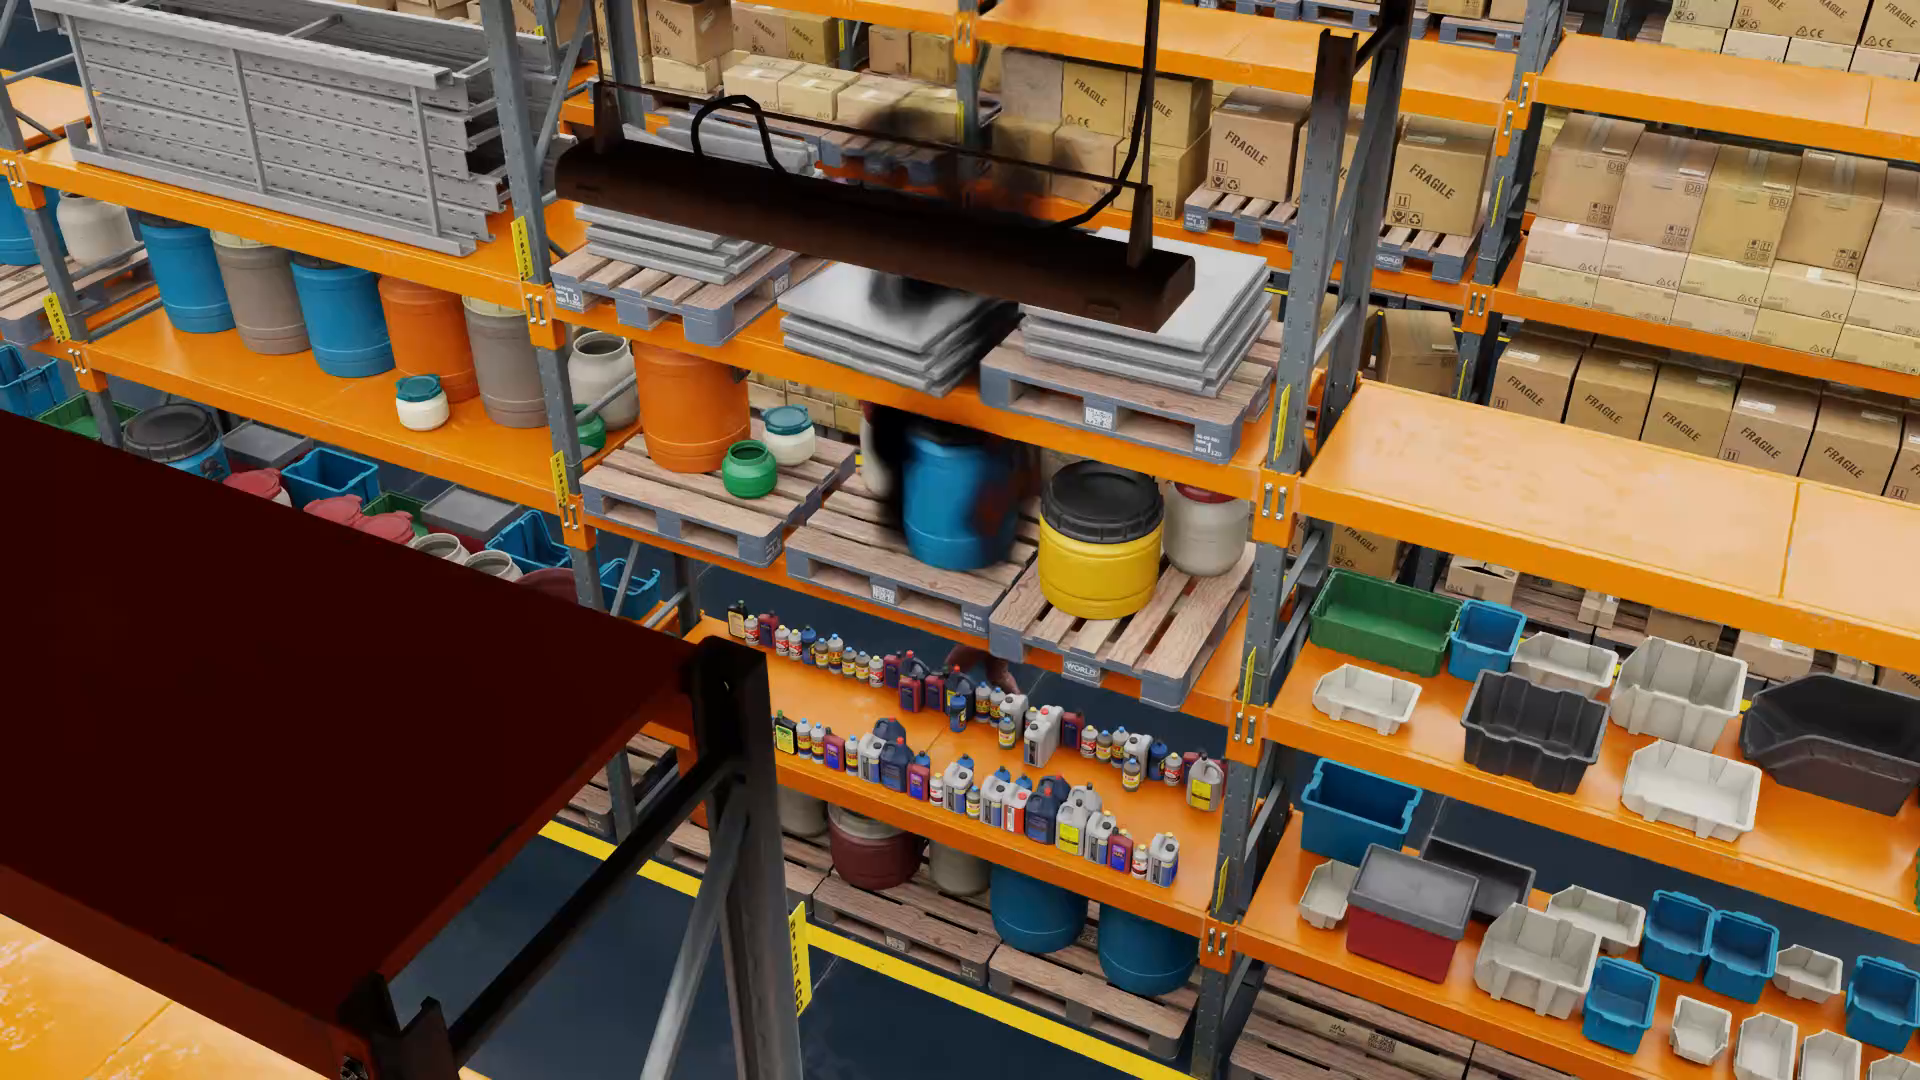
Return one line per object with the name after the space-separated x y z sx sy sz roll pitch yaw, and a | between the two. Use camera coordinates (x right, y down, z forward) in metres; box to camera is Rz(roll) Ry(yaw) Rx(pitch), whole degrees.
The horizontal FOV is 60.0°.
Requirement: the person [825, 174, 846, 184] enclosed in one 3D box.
-1.245 -3.191 17.061 0.779 1.585 0.537 7 36 10 | person

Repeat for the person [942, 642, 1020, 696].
0.202 0.695 11.433 0.698 1.705 0.559 17 39 23 | person

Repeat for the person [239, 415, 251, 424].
-5.789 -0.981 13.807 0.590 1.683 0.658 8 36 12 | person
